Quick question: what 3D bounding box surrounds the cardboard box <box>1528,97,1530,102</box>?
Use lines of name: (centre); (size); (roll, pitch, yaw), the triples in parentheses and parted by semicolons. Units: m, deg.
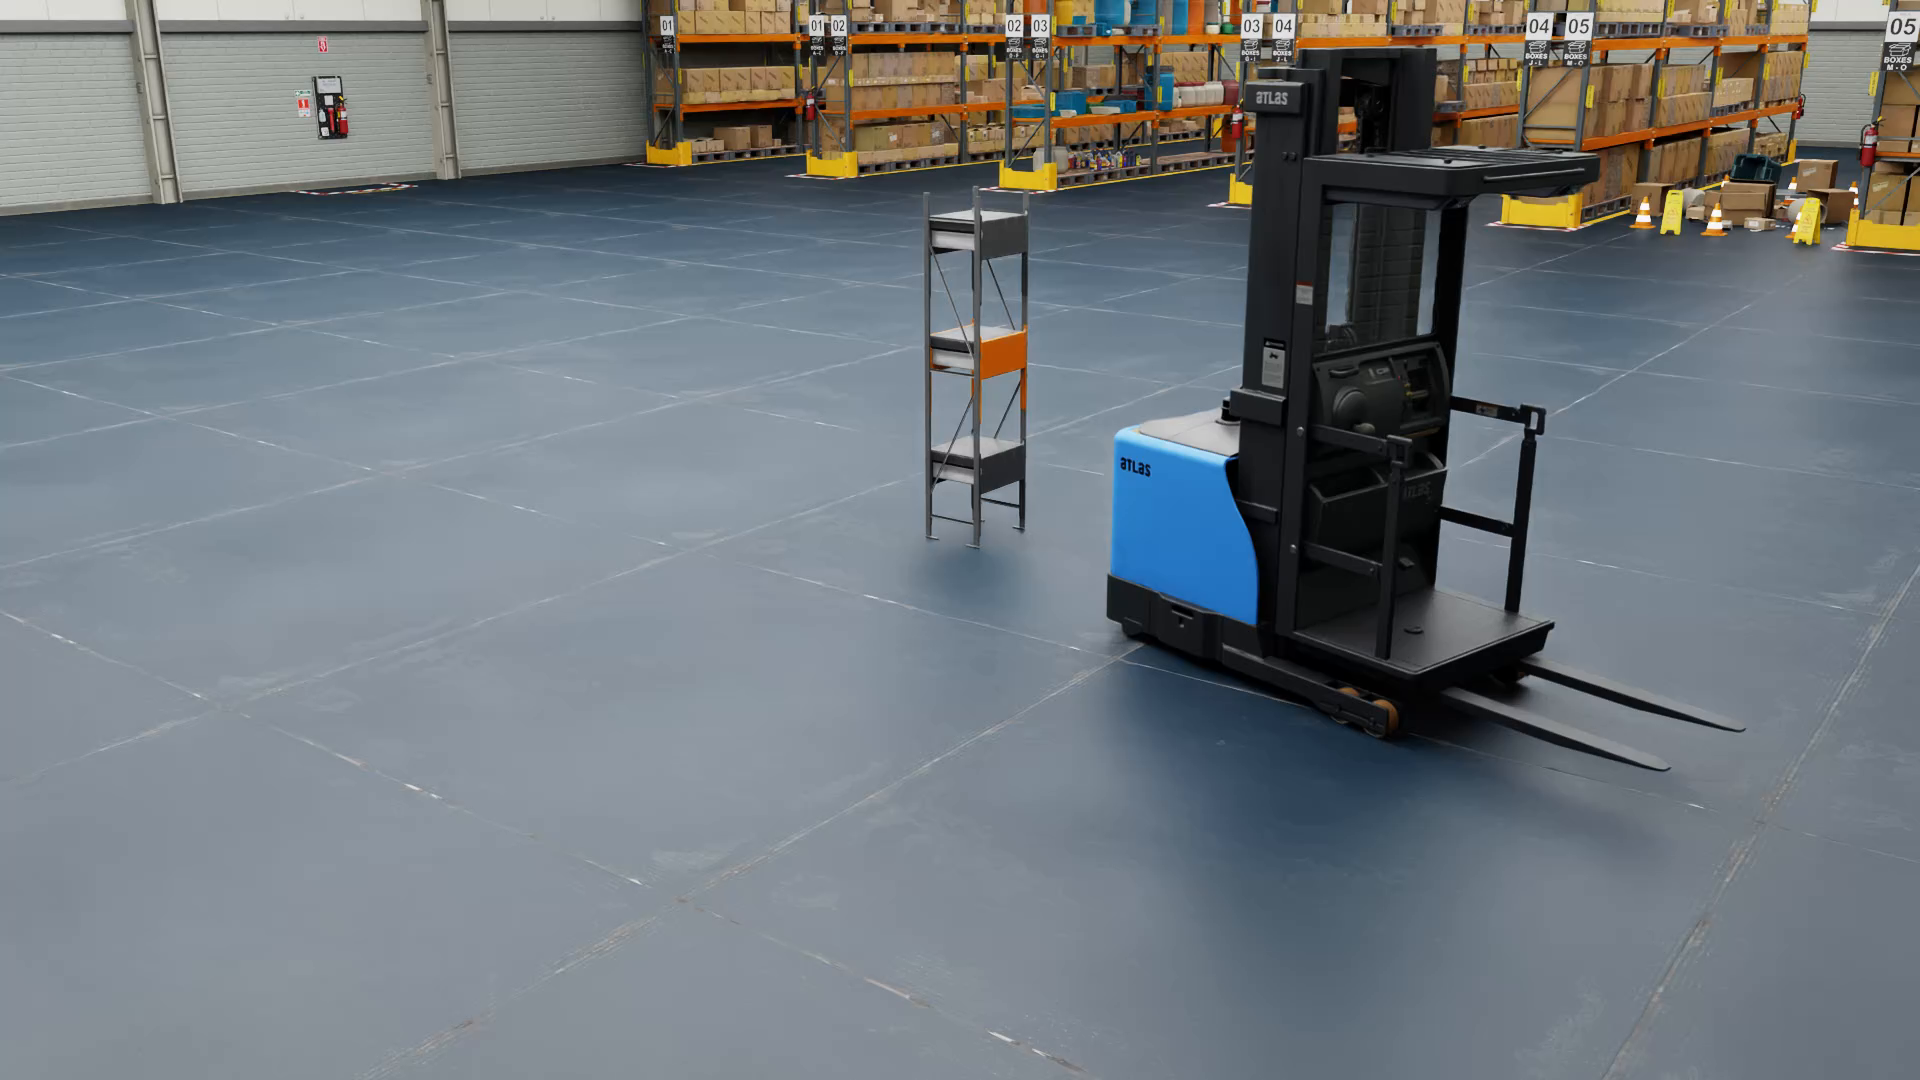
cardboard box: (12.877, -10.094, 38.113); (0.380, 0.149, 0.250); (12, 21, 35)

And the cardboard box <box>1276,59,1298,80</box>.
cardboard box: (5.830, -8.094, 28.894); (0.500, 0.500, 0.500); (12, 21, 35)

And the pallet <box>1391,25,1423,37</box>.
pallet: (8.120, -9.767, 31.898); (1.213, 0.211, 1.003); (12, 21, 35)

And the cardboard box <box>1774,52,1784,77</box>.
cardboard box: (17.443, -10.274, 35.913); (0.500, 0.500, 0.500); (13, 21, 36)

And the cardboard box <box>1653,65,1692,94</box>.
cardboard box: (13.094, -8.525, 30.785); (0.700, 0.500, 0.500); (12, 21, 34)

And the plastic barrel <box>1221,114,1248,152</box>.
plastic barrel: (6.350, -9.408, 38.433); (0.600, 0.830, 0.708); (12, 21, 35)

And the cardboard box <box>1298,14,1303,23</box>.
cardboard box: (5.634, -8.920, 28.432); (0.380, 0.149, 0.250); (12, 21, 34)

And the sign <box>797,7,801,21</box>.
sign: (-3.827, -12.508, 39.533); (0.100, 0.325, 0.005); (12, 21, 35)

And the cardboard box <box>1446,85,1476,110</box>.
cardboard box: (10.559, -9.365, 35.173); (0.500, 0.500, 0.500); (13, 22, 36)

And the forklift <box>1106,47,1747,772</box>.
forklift: (2.084, -0.687, 7.515); (1.130, 2.935, 3.031); (-13, 22, -37)

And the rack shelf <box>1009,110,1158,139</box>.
rack shelf: (2.498, -8.352, 33.293); (1.077, 0.370, 4.000); (12, 21, 35)

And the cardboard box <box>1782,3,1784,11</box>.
cardboard box: (17.347, -11.366, 35.465); (0.380, 0.149, 0.250); (12, 21, 33)

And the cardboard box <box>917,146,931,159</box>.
cardboard box: (-0.979, -8.547, 36.638); (0.500, 0.250, 0.500); (12, 21, 35)

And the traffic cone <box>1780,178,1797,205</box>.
traffic cone: (14.610, -6.122, 29.178); (0.336, 0.463, 0.334); (12, 21, 35)

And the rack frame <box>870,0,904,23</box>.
rack frame: (-1.884, -14.740, 42.536); (1.000, 3.000, 0.127); (12, 21, 35)

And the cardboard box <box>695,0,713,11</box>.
cardboard box: (-5.886, -12.096, 37.192); (0.500, 0.500, 0.500); (12, 21, 34)

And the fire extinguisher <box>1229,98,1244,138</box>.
fire extinguisher: (4.845, -7.361, 29.020); (0.296, 0.674, 0.183); (12, 21, 35)

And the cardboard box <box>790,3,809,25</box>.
cardboard box: (-3.877, -12.719, 40.210); (0.500, 0.500, 0.500); (16, 24, 42)

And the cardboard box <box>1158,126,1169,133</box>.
cardboard box: (5.411, -11.080, 44.901); (0.380, 0.166, 0.250); (12, 21, 35)

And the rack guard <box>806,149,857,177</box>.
rack guard: (-2.684, -7.896, 34.826); (1.175, 0.500, 0.348); (12, 21, 35)

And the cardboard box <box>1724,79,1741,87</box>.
cardboard box: (15.654, -9.290, 33.814); (0.380, 0.149, 0.250); (12, 21, 33)

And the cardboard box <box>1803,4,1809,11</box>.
cardboard box: (18.778, -11.913, 37.228); (0.380, 0.149, 0.250); (12, 21, 34)

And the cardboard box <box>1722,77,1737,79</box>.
cardboard box: (16.418, -9.656, 35.611); (0.500, 0.500, 0.500); (12, 21, 35)

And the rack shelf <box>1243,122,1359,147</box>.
rack shelf: (6.475, -7.477, 30.475); (1.077, 0.370, 4.000); (12, 21, 35)

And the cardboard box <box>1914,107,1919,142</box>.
cardboard box: (13.748, -5.846, 23.342); (0.500, 0.500, 0.500); (12, 21, 34)

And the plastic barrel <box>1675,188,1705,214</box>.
plastic barrel: (12.146, -5.624, 27.641); (0.421, 0.421, 0.512); (-4, 18, -13)

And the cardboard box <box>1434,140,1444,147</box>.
cardboard box: (9.667, -8.102, 34.750); (0.700, 0.500, 0.500); (11, 20, 32)

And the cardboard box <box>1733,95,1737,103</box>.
cardboard box: (15.506, -8.941, 33.695); (0.380, 0.149, 0.250); (14, 22, 37)

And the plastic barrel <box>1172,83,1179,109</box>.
plastic barrel: (4.436, -9.426, 35.309); (0.433, 0.535, 0.433); (0, 17, 0)

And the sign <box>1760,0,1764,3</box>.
sign: (18.304, -12.200, 37.940); (0.100, 0.325, 0.005); (12, 21, 35)

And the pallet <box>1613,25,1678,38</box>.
pallet: (12.097, -8.964, 29.317); (0.805, 0.209, 1.217); (11, 21, 33)

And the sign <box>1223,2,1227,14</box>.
sign: (7.297, -14.659, 45.838); (0.100, 0.325, 0.005); (12, 21, 35)

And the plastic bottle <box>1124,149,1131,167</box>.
plastic bottle: (3.423, -7.867, 34.243); (0.144, 0.351, 0.185); (11, 20, 32)

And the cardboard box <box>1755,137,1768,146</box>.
cardboard box: (17.406, -8.706, 36.318); (0.380, 0.149, 0.250); (13, 21, 36)

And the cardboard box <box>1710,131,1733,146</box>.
cardboard box: (15.186, -8.071, 33.420); (0.500, 0.250, 0.500); (13, 21, 35)

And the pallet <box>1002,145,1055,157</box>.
pallet: (1.575, -9.480, 40.414); (1.003, 0.211, 1.213); (12, 21, 35)

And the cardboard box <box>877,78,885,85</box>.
cardboard box: (-1.806, -9.690, 35.128); (0.380, 0.149, 0.250); (12, 21, 34)

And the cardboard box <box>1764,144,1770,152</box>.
cardboard box: (17.572, -8.627, 36.563); (0.380, 0.149, 0.250); (12, 21, 34)

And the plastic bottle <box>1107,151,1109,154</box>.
plastic bottle: (3.063, -7.986, 34.739); (0.061, 0.283, 0.133); (12, 21, 35)

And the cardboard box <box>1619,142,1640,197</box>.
cardboard box: (11.159, -6.444, 28.812); (0.875, 0.875, 0.875); (13, 21, 36)

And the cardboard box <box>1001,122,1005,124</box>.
cardboard box: (1.243, -9.956, 40.230); (0.500, 0.311, 0.500); (12, 21, 33)

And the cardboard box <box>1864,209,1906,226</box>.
cardboard box: (13.522, -4.726, 24.332); (0.500, 0.250, 0.500); (12, 21, 34)

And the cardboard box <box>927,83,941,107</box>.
cardboard box: (-0.855, -9.862, 36.775); (0.700, 0.500, 0.500); (12, 21, 34)

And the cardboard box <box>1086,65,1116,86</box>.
cardboard box: (3.659, -11.953, 42.801); (0.500, 0.500, 0.700); (-16, 23, -42)

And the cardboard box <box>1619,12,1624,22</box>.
cardboard box: (10.270, -8.270, 26.305); (0.380, 0.149, 0.250); (13, 21, 35)

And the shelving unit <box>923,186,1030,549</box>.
shelving unit: (0.099, -1.042, 10.059); (0.431, 2.100, 0.503); (12, 21, 35)

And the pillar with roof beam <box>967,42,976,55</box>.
pillar with roof beam: (3.679, -15.252, 44.183); (9.100, 9.000, 0.400); (12, 21, 35)

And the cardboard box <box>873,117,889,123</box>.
cardboard box: (-2.271, -10.711, 43.149); (0.700, 0.500, 0.500); (13, 21, 35)

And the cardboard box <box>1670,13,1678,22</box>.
cardboard box: (12.407, -9.160, 29.172); (0.250, 0.149, 0.380); (12, 21, 35)

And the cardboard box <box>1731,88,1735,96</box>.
cardboard box: (15.347, -9.023, 33.455); (0.380, 0.149, 0.250); (13, 22, 37)

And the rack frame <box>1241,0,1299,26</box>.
rack frame: (5.284, -10.209, 27.944); (1.000, 3.000, 0.127); (12, 21, 35)

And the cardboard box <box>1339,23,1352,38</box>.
cardboard box: (6.685, -9.140, 29.813); (0.500, 0.250, 0.500); (13, 22, 36)
